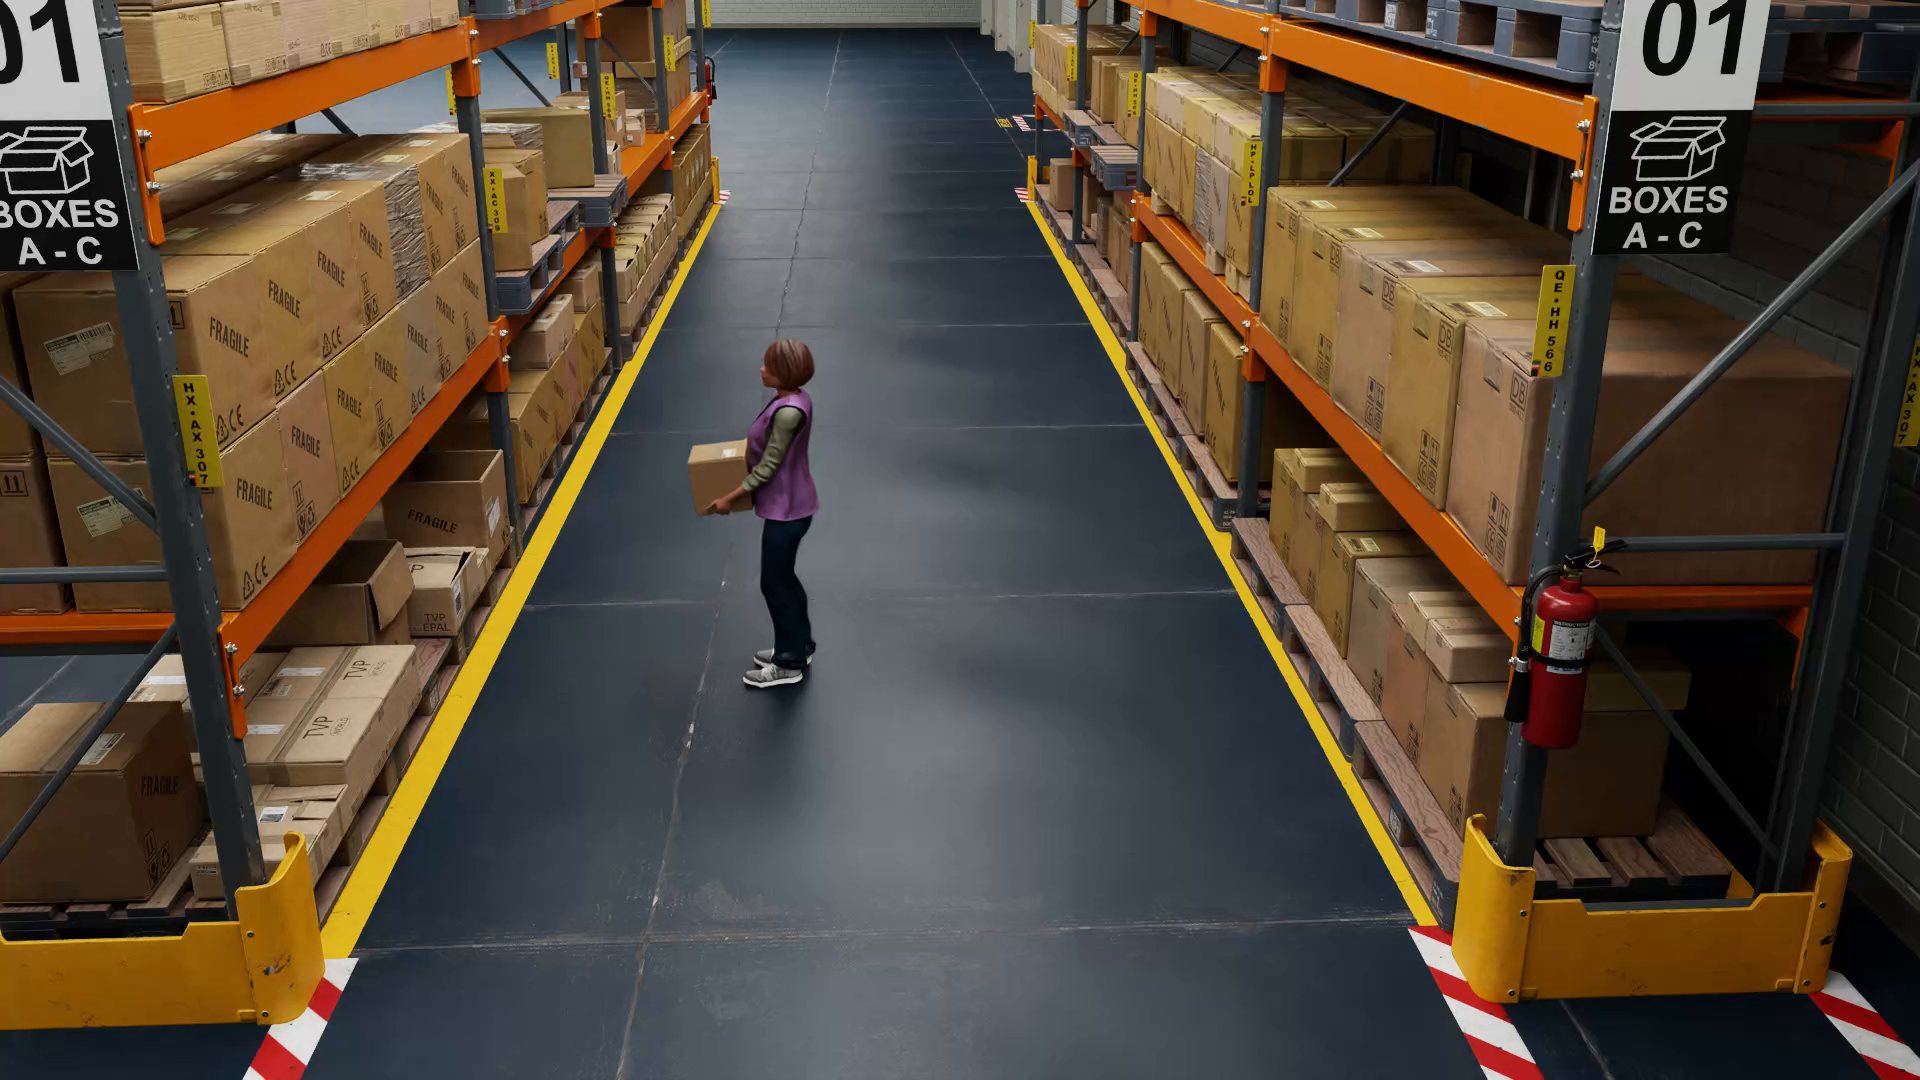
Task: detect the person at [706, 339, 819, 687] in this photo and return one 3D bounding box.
[{"bbox_3d":[-0.871,-0.119,7.410,0.488,1.593,0.412,-1,21,-3],"label":"person"}]
